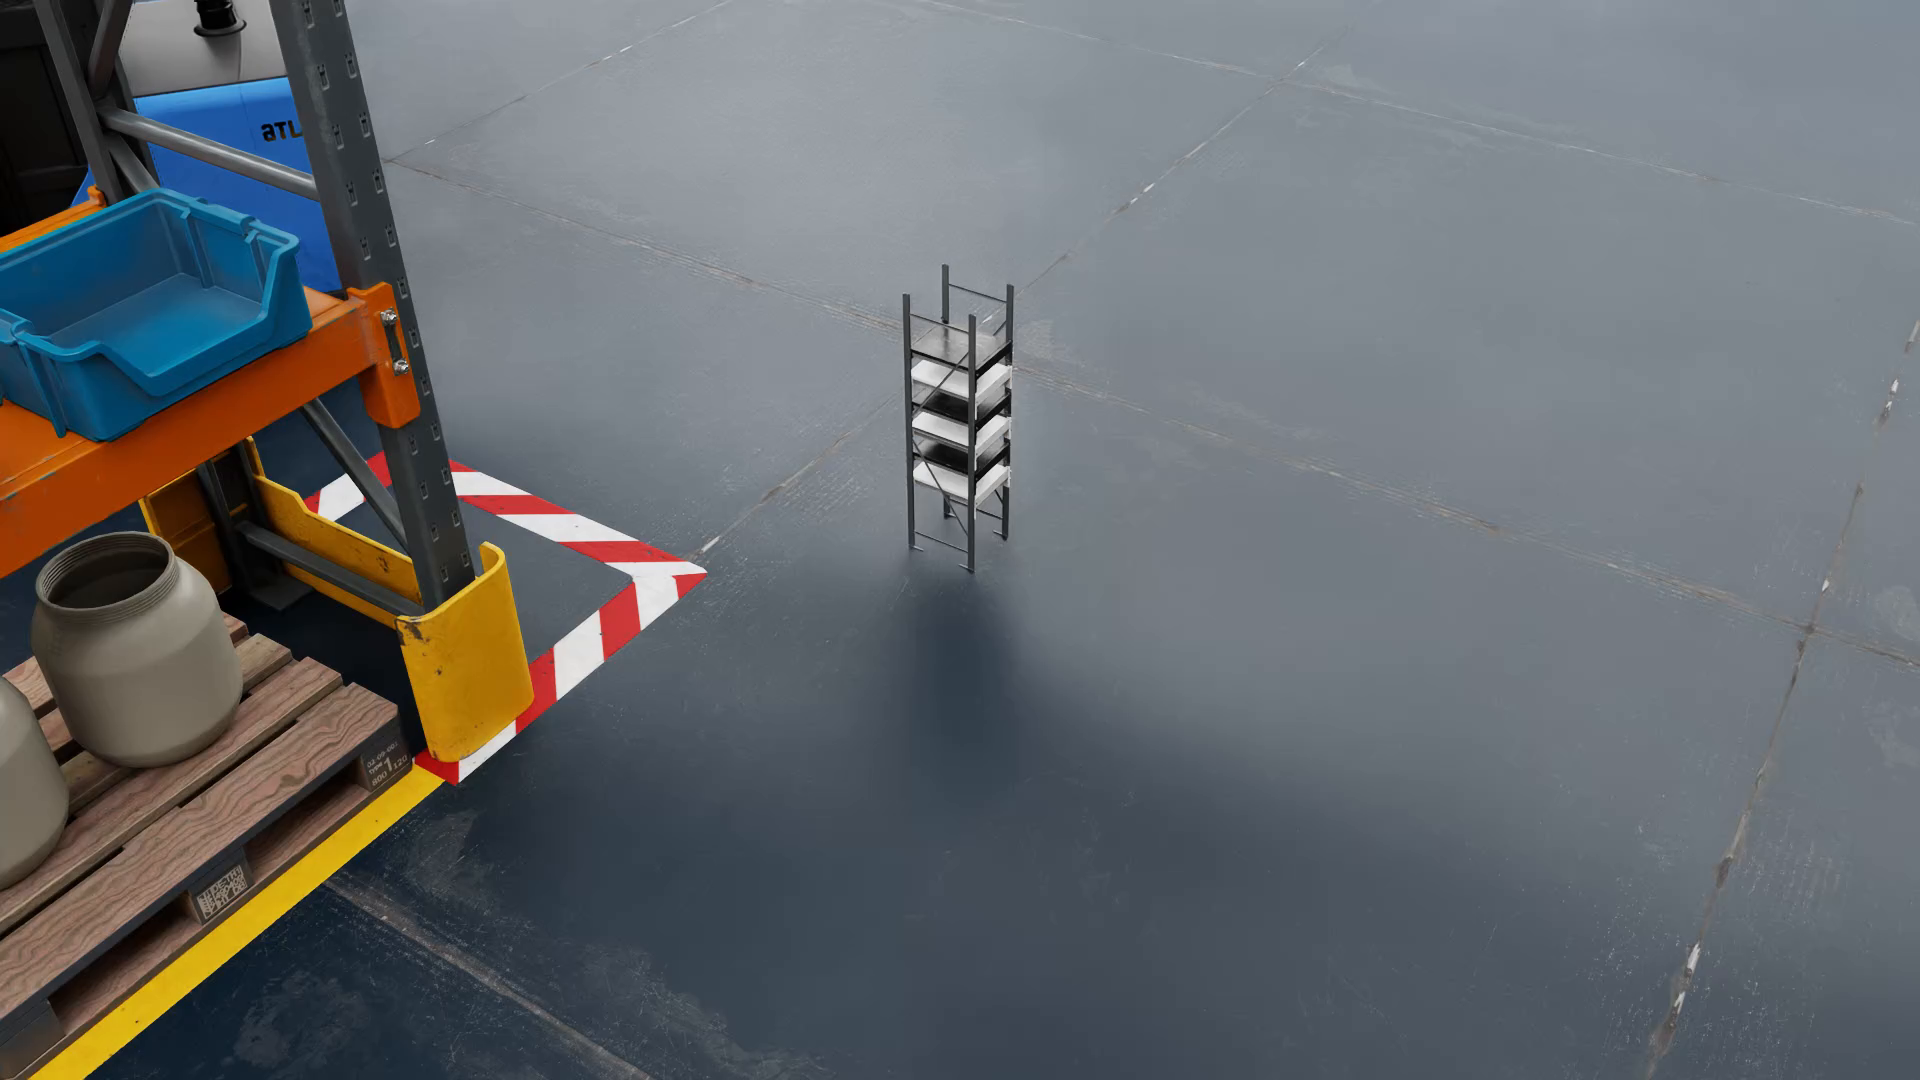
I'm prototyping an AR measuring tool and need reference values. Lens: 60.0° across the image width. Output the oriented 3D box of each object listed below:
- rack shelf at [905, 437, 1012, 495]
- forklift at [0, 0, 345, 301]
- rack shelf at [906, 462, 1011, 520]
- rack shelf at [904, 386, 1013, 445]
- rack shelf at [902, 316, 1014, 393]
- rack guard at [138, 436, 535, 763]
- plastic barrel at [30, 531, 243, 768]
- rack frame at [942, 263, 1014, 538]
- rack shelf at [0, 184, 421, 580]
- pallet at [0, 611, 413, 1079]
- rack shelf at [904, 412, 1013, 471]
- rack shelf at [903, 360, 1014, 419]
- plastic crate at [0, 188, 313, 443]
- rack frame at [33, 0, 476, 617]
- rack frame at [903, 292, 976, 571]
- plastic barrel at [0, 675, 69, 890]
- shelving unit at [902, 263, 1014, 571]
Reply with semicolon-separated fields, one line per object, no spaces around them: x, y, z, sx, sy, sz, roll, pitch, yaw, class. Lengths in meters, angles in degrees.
-0.004;-0.255;5.045;0.258;0.077;0.200;21;42;25;rack shelf
-3.584;-1.796;5.179;3.031;2.935;1.130;-14;40;-17;forklift
-0.004;-0.183;5.100;0.258;0.077;0.200;21;42;25;rack shelf
-0.004;-0.397;4.935;0.258;0.077;0.200;21;42;25;rack shelf
-0.004;-0.540;4.825;0.258;0.077;0.200;21;42;25;rack shelf
-1.756;0.136;4.664;1.175;0.500;0.348;21;42;25;rack guard
-2.043;0.275;4.130;0.421;0.512;0.421;0;38;0;plastic barrel
0.050;-0.405;5.038;0.240;0.900;0.006;21;42;25;rack frame
-2.827;0.408;2.853;1.077;0.370;4.000;21;42;25;rack shelf
-2.196;0.668;4.211;1.003;0.211;1.213;21;42;25;pallet
-0.004;-0.326;4.990;0.258;0.077;0.200;21;42;25;rack shelf
-0.004;-0.468;4.880;0.258;0.077;0.200;21;42;25;rack shelf
-1.771;-0.493;3.555;0.499;0.251;0.616;21;42;25;plastic crate
-1.755;-0.908;3.971;1.000;3.000;0.127;21;42;25;rack frame
-0.059;-0.300;4.902;0.240;0.900;0.006;21;42;25;rack frame
-2.312;0.533;3.795;0.421;0.512;0.421;0;38;0;plastic barrel
-0.004;-0.352;4.970;0.258;0.900;0.210;21;42;25;shelving unit
